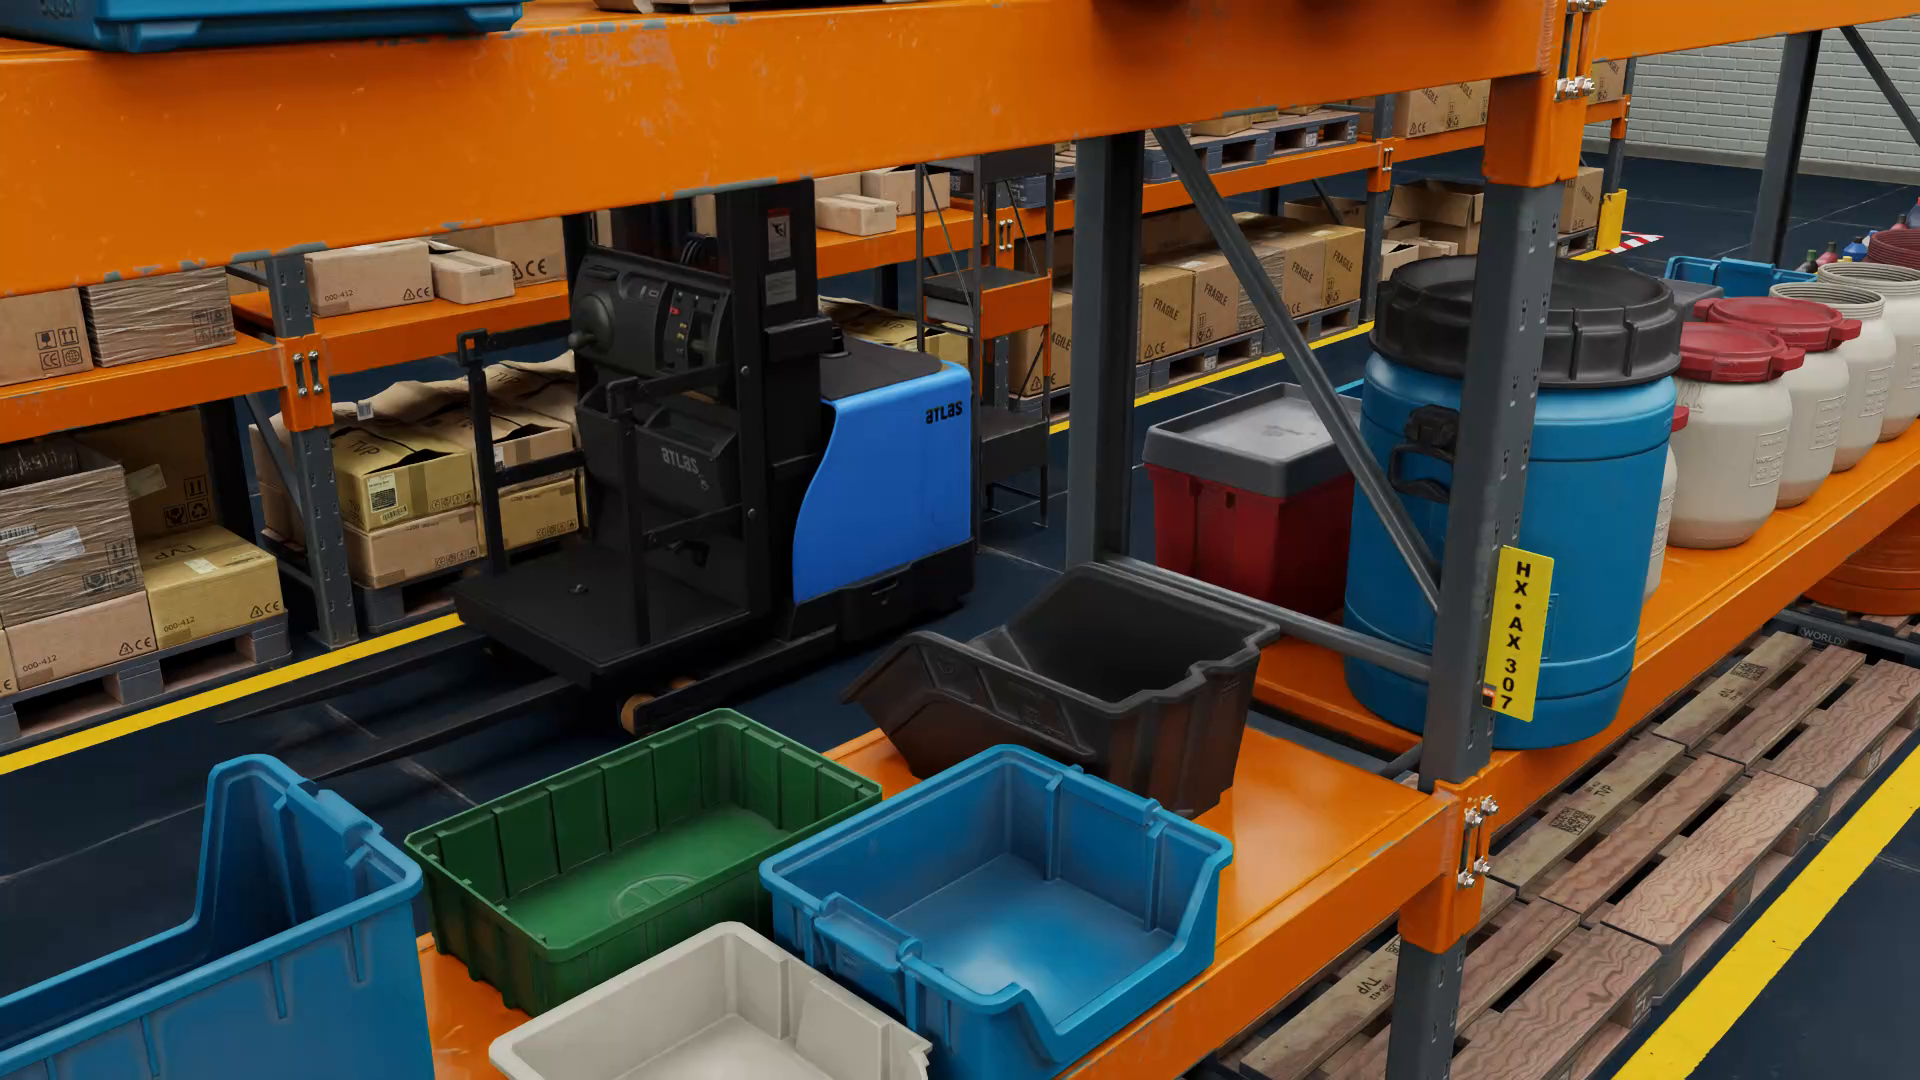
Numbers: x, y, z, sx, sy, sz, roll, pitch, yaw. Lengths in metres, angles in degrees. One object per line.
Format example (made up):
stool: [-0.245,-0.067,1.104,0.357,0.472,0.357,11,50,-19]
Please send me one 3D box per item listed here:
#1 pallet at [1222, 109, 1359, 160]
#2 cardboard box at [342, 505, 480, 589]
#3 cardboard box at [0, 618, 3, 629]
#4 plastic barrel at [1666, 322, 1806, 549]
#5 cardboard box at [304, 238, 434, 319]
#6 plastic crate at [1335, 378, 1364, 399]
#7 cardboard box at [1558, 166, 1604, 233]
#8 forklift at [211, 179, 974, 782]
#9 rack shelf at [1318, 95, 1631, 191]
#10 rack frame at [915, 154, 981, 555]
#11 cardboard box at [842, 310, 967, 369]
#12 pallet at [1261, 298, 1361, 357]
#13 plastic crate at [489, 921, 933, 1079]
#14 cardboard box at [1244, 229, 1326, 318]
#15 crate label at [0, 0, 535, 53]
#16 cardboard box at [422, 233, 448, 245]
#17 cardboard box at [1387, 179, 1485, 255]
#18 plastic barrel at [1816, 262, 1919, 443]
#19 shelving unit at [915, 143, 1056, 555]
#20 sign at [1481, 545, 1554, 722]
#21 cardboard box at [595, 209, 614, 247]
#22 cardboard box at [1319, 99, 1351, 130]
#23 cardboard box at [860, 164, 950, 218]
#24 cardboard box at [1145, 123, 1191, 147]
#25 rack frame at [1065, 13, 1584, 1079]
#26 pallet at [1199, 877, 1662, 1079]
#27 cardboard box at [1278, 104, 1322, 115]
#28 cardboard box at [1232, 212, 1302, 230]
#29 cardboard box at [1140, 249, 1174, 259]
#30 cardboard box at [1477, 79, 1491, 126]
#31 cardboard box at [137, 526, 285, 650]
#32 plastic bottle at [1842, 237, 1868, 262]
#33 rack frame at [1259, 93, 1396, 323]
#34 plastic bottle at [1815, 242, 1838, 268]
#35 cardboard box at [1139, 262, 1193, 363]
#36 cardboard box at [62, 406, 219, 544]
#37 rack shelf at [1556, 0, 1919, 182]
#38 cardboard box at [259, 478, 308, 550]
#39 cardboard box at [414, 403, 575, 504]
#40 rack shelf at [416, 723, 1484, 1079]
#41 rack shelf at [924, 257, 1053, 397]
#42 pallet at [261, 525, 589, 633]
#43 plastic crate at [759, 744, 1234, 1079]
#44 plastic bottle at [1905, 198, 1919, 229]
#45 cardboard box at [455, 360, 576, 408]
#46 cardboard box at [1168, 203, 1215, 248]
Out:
pallet: [2.036,-2.867,11.621,1.003,0.211,1.213,19,28,41]
cardboard box: [-2.451,-0.033,7.226,0.500,0.250,0.500,18,28,39]
cardboard box: [-3.780,0.088,5.867,0.500,0.500,0.500,19,28,41]
plastic barrel: [1.973,-0.281,4.435,0.433,0.535,0.433,0,21,0]
cardboard box: [-2.597,-1.146,7.085,0.500,0.250,0.500,-18,27,-39]
plastic crate: [1.183,-0.192,4.415,0.392,0.384,0.575,19,28,41]
cardboard box: [5.259,-3.000,14.571,0.500,0.500,0.500,19,28,41]
forklift: [-1.329,-0.840,6.175,1.130,2.935,3.031,19,28,41]
rack shelf: [4.066,-3.313,13.517,1.077,0.370,4.000,19,28,41]
rack frame: [-0.055,-0.960,7.645,0.400,2.100,0.015,19,28,41]
cardboard box: [-0.308,-1.085,9.182,0.500,0.311,0.500,-19,28,-41]
pallet: [2.131,-1.615,11.982,1.003,0.211,1.213,19,28,41]
plastic crate: [-0.314,0.766,2.268,0.530,0.136,0.437,19,28,41]
cardboard box: [2.181,-1.850,11.578,0.500,0.500,0.500,19,28,41]
crate label: [-0.611,-0.539,1.322,0.502,0.251,0.408,19,28,41]
cardboard box: [-4.136,-2.186,12.452,0.500,0.500,0.700,-20,29,-41]
cardboard box: [3.978,-2.659,13.679,0.797,0.503,0.637,19,28,41]
plastic barrel: [2.863,-0.600,5.300,0.421,0.512,0.421,0,21,0]
shelving unit: [0.115,-1.023,7.809,0.431,2.100,0.503,19,28,41]
sign: [1.023,0.173,3.057,0.100,0.325,0.005,19,28,41]
cardboard box: [-1.645,-1.583,7.872,0.500,0.500,0.500,19,28,41]
cardboard box: [2.836,-3.374,12.534,0.500,0.500,0.500,-20,28,-41]
cardboard box: [-0.404,-1.983,9.176,0.500,0.311,0.500,-18,27,-39]
cardboard box: [1.014,-2.727,10.264,0.500,0.500,0.700,-14,25,-32]
rack frame: [0.637,0.162,3.472,1.000,3.000,0.127,19,28,41]
pallet: [1.157,1.252,4.523,1.003,0.211,1.213,19,28,41]
cardboard box: [2.181,-3.312,11.786,0.700,0.500,0.500,9,23,23]
cardboard box: [2.159,-2.110,12.255,0.500,0.500,0.500,18,27,38]
cardboard box: [1.088,-1.714,11.224,0.500,0.500,0.500,18,27,39]
cardboard box: [3.928,-3.505,12.873,0.500,0.500,0.500,19,28,40]
cardboard box: [-3.077,0.183,6.666,0.500,0.250,0.500,19,28,41]
plastic bottle: [3.794,-1.151,7.068,0.097,0.271,0.097,0,21,0]
rack frame: [2.671,-3.135,12.050,1.000,3.000,0.127,19,28,41]
plastic bottle: [3.565,-1.082,6.871,0.061,0.283,0.133,19,28,41]
cardboard box: [1.118,-1.455,10.549,0.500,0.500,0.500,19,28,40]
cardboard box: [-3.457,-0.300,6.877,0.500,0.500,0.500,19,28,41]
rack shelf: [2.032,-1.416,4.401,1.077,0.370,4.000,19,28,41]
cardboard box: [-2.828,-0.170,7.584,0.500,0.250,0.500,19,28,40]
cardboard box: [-2.090,-0.424,7.463,0.500,0.311,0.500,19,28,40]
rack shelf: [-0.758,1.012,2.264,1.077,0.370,4.000,19,28,41]
rack shelf: [0.115,-1.010,7.813,0.431,0.518,0.480,19,28,41]
pallet: [-2.424,0.024,7.718,1.003,0.211,1.213,19,28,41]
plastic crate: [0.059,0.584,2.582,0.499,0.251,0.616,19,28,41]
plastic bottle: [4.342,-1.378,7.548,0.144,0.351,0.185,19,28,41]
cardboard box: [-2.124,-0.692,8.159,0.500,0.311,0.500,19,28,40]
cardboard box: [1.462,-2.203,11.452,0.500,0.250,0.500,19,28,41]
